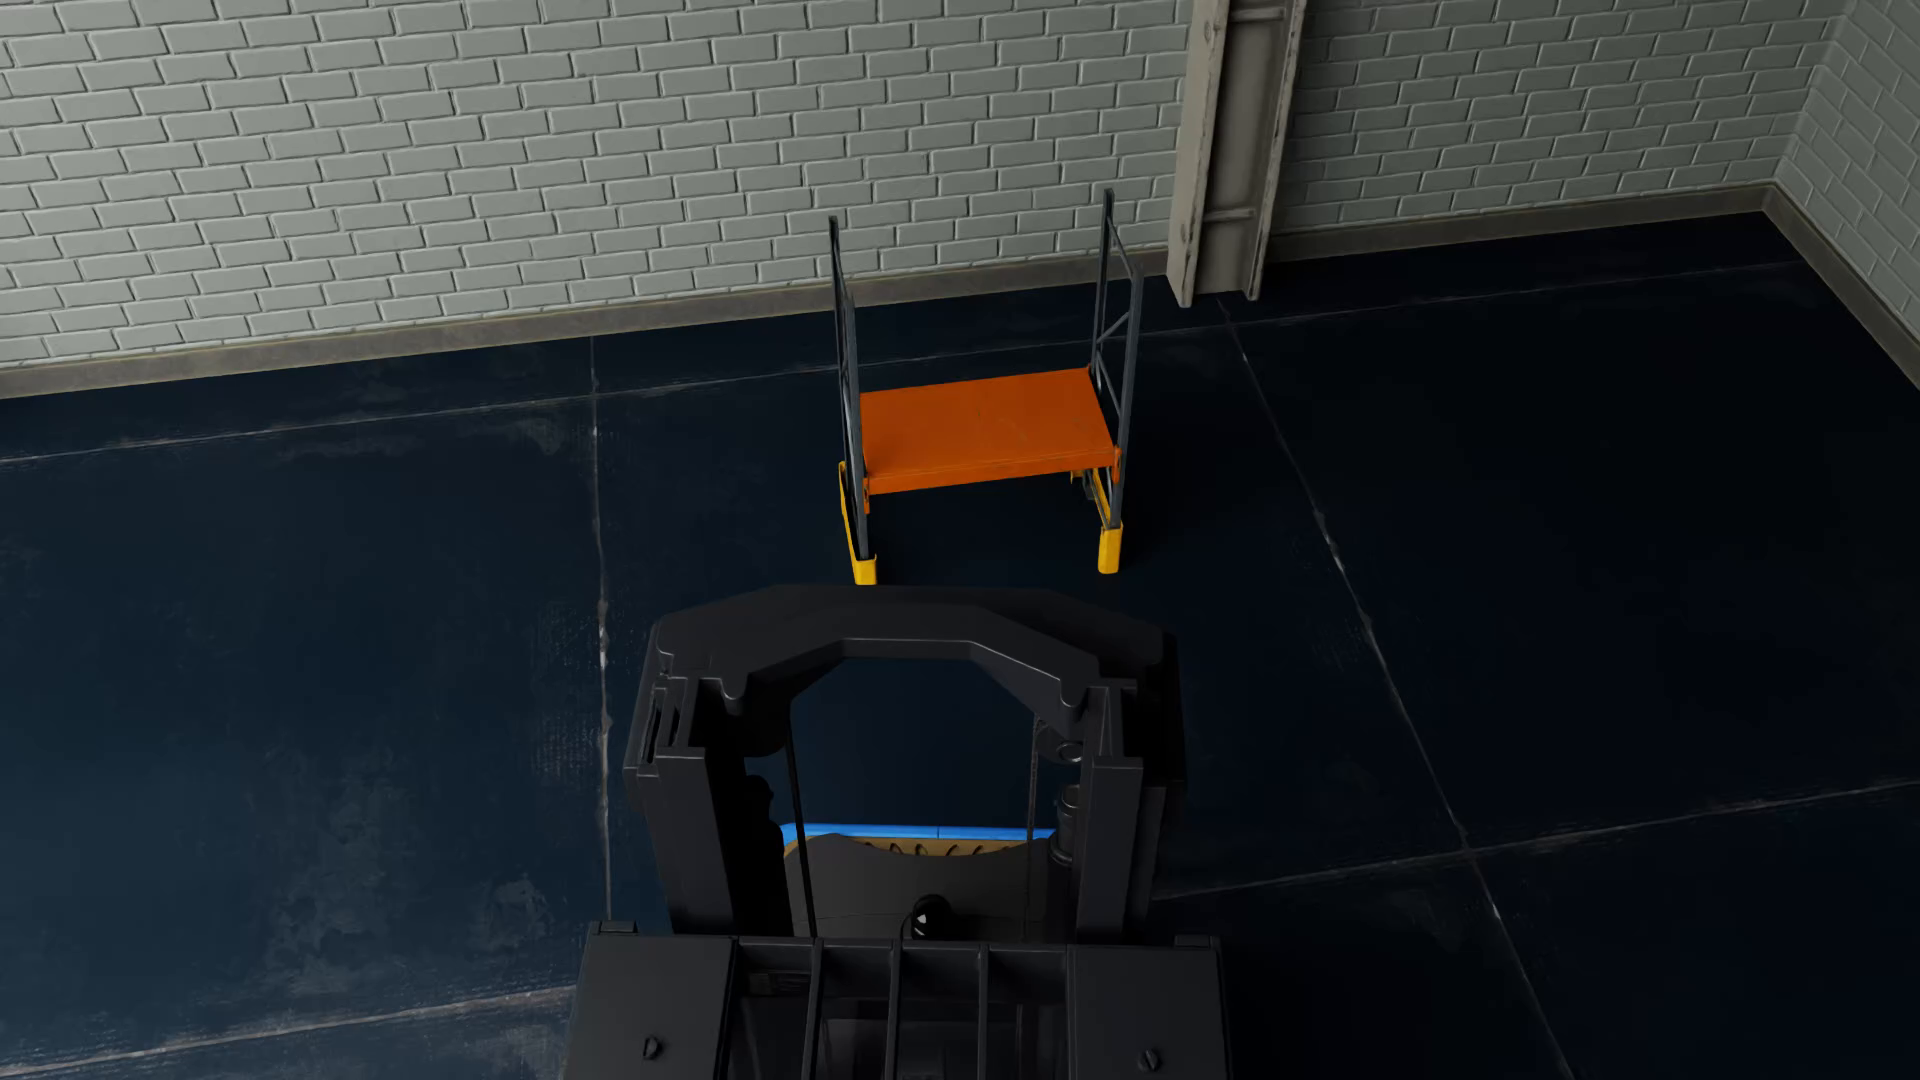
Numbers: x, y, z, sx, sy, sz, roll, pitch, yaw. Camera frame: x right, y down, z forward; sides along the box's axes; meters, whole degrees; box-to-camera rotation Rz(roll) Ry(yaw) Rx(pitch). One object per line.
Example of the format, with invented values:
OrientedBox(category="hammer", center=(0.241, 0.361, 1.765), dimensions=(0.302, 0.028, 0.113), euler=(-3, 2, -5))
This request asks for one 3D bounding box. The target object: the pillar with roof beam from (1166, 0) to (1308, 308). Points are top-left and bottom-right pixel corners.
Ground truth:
OrientedBox(category="pillar with roof beam", center=(1.967, -1.320, 1.966), dimensions=(0.400, 9.000, 9.100), euler=(-7, 46, -7))

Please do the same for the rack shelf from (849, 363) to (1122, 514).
OrientedBox(category="rack shelf", center=(0.084, -0.406, 6.543), dimensions=(1.000, 0.185, 0.538), euler=(-7, 46, -7))

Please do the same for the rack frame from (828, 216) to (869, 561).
OrientedBox(category="rack frame", center=(-0.417, -0.468, 6.353), dimensions=(0.032, 1.500, 0.500), euler=(-7, 46, -7))

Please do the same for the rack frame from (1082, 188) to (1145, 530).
OrientedBox(category="rack frame", center=(0.585, -0.593, 6.473), dimensions=(0.032, 1.500, 0.500), euler=(-7, 46, -7))

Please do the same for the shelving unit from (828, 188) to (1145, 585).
OrientedBox(category="shelving unit", center=(0.075, -0.530, 6.412), dimensions=(1.083, 1.500, 0.587), euler=(-7, 46, -7))

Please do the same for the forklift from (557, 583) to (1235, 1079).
OrientedBox(category="forklift", center=(-0.103, 1.596, 3.370), dimensions=(1.130, 2.935, 3.031), euler=(1, 46, 1))

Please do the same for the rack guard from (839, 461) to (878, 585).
OrientedBox(category="rack guard", center=(-0.416, -0.035, 6.803), dimensions=(0.087, 0.250, 0.587), euler=(-7, 46, -7))

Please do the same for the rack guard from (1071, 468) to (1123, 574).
OrientedBox(category="rack guard", center=(0.566, -0.157, 6.921), dimensions=(0.087, 0.250, 0.587), euler=(-7, 46, -7))
